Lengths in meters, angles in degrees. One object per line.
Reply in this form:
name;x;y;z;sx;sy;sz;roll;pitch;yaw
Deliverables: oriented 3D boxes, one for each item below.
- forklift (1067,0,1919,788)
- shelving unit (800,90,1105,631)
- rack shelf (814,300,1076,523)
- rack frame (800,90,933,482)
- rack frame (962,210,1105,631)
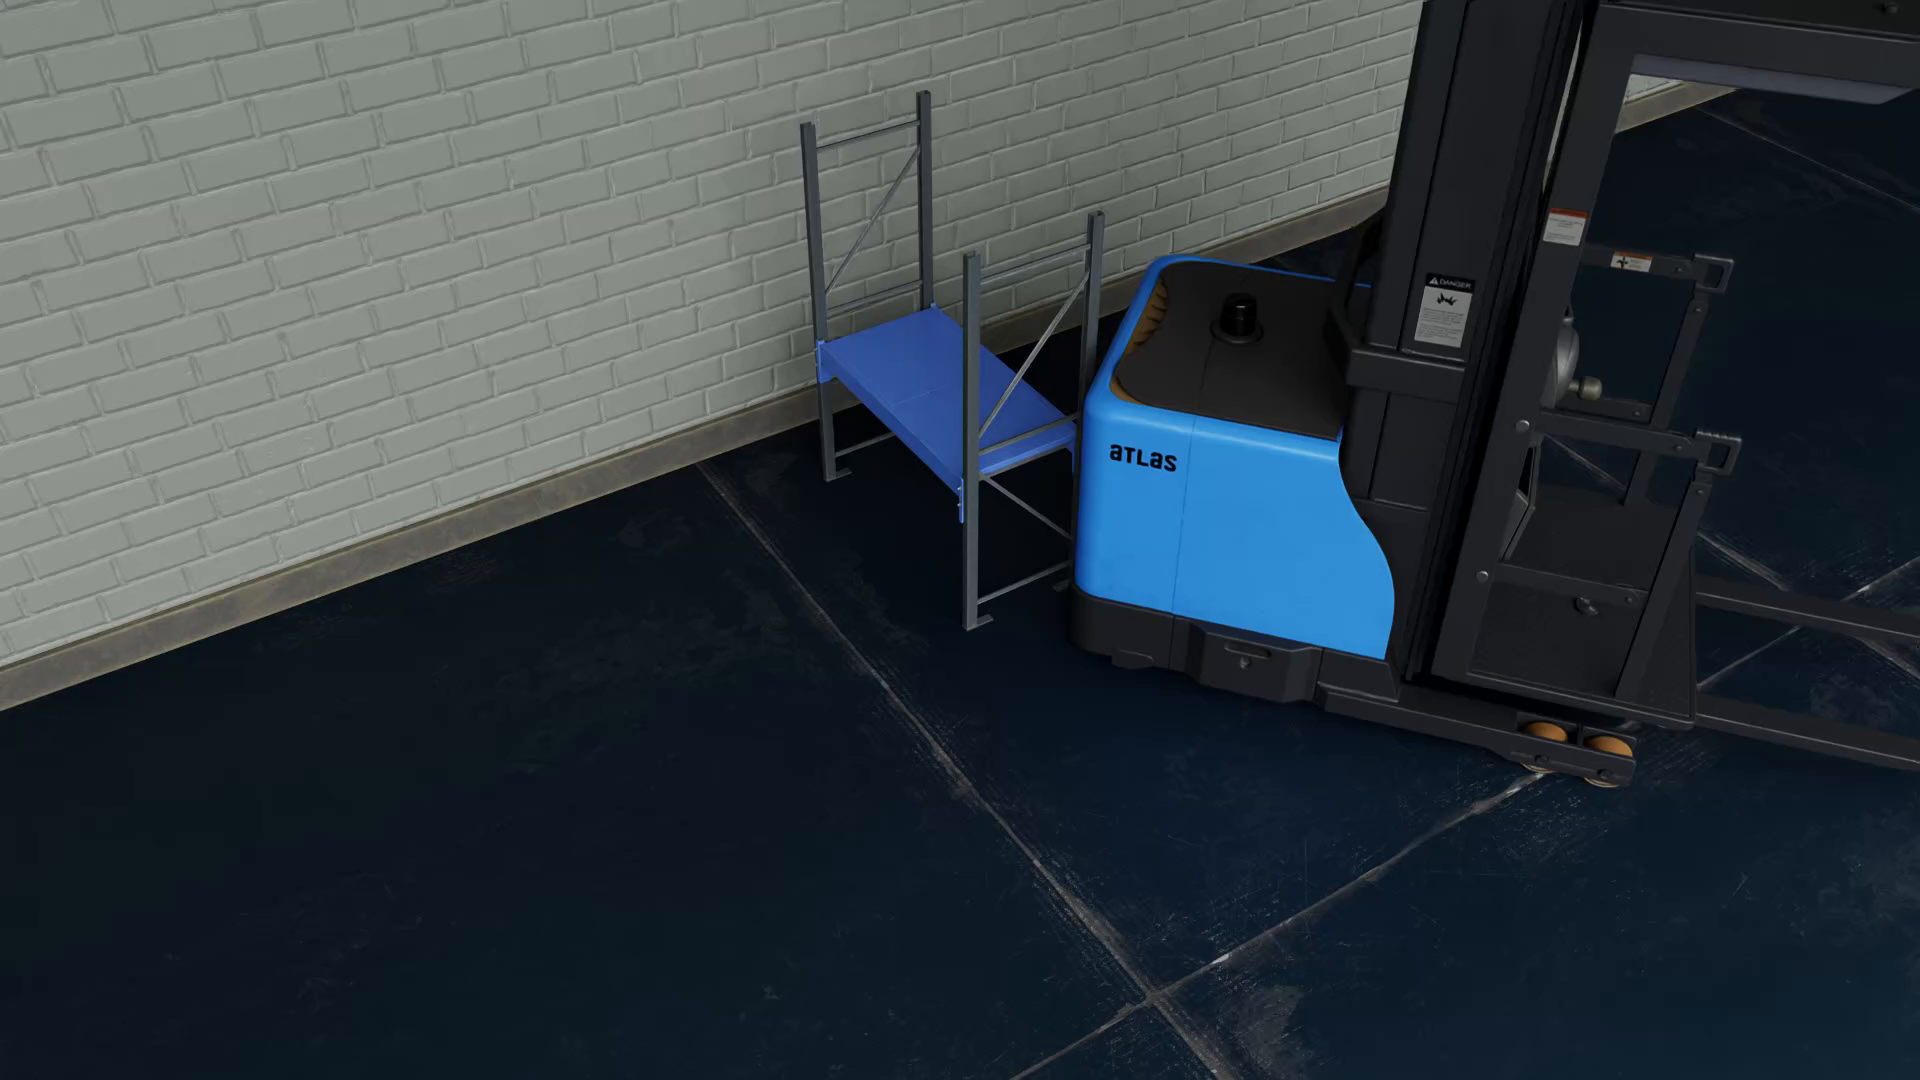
forklift;1.945;-0.721;4.826;3.031;2.935;1.130;12;41;14
shelving unit;-0.046;-0.622;5.825;0.538;1.500;1.048;-22;45;-24
rack shelf;-0.046;-0.484;5.940;0.538;0.185;1.000;-22;45;-24
rack frame;-0.319;-0.897;6.154;0.500;1.500;0.032;-22;45;-24
rack frame;0.227;-0.348;5.496;0.500;1.500;0.032;-22;45;-24
